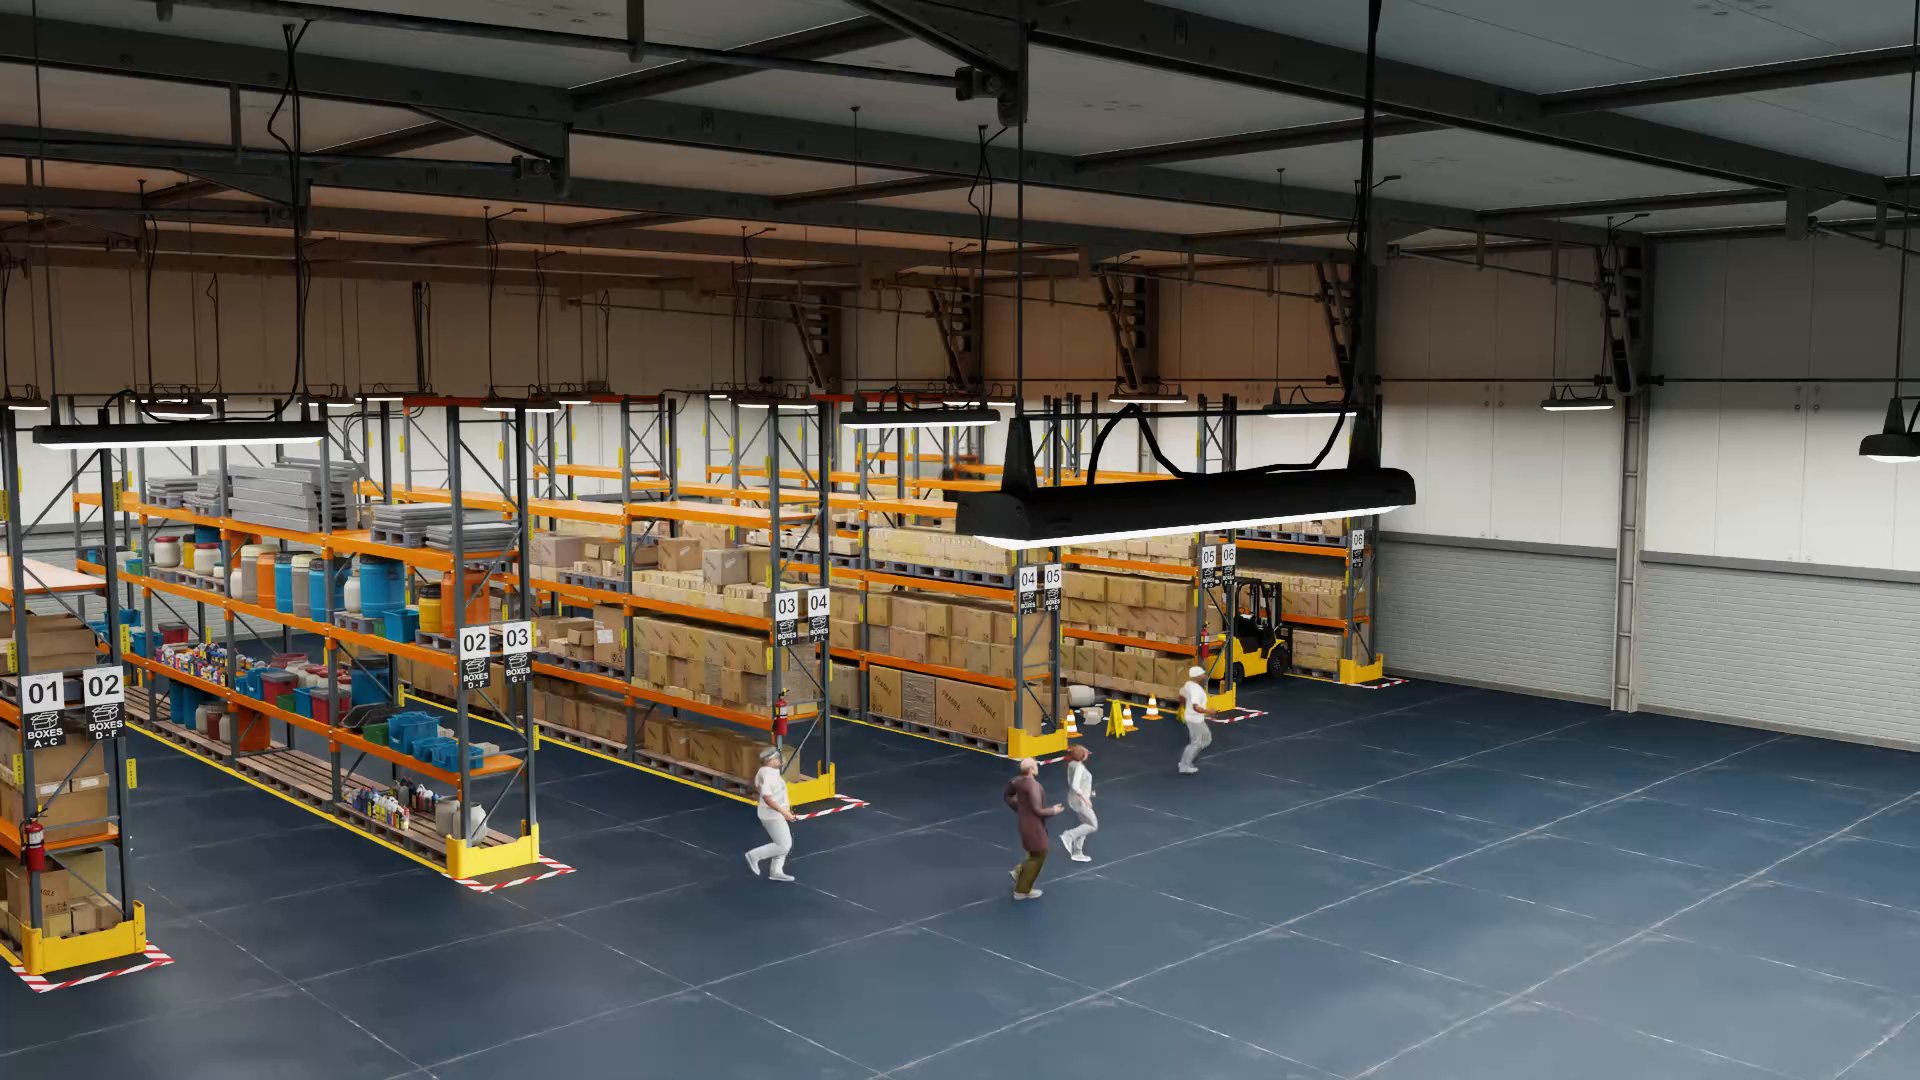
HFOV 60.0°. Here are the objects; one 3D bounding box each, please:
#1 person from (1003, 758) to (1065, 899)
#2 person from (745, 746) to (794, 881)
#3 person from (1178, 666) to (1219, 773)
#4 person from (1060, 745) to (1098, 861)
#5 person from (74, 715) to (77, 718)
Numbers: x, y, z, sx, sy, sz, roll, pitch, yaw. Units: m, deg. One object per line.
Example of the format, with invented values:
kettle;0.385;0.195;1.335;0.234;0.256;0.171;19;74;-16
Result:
person;0.927;3.495;20.282;0.634;1.733;0.698;-2;6;-21
person;-2.412;3.455;20.929;0.646;1.755;0.672;-2;6;-16
person;3.818;2.886;26.666;0.626;1.743;0.705;0;6;5
person;1.558;3.460;21.845;0.542;1.557;0.545;-1;6;-13
person;-14.394;2.924;26.582;0.666;1.727;0.689;5;7;41
